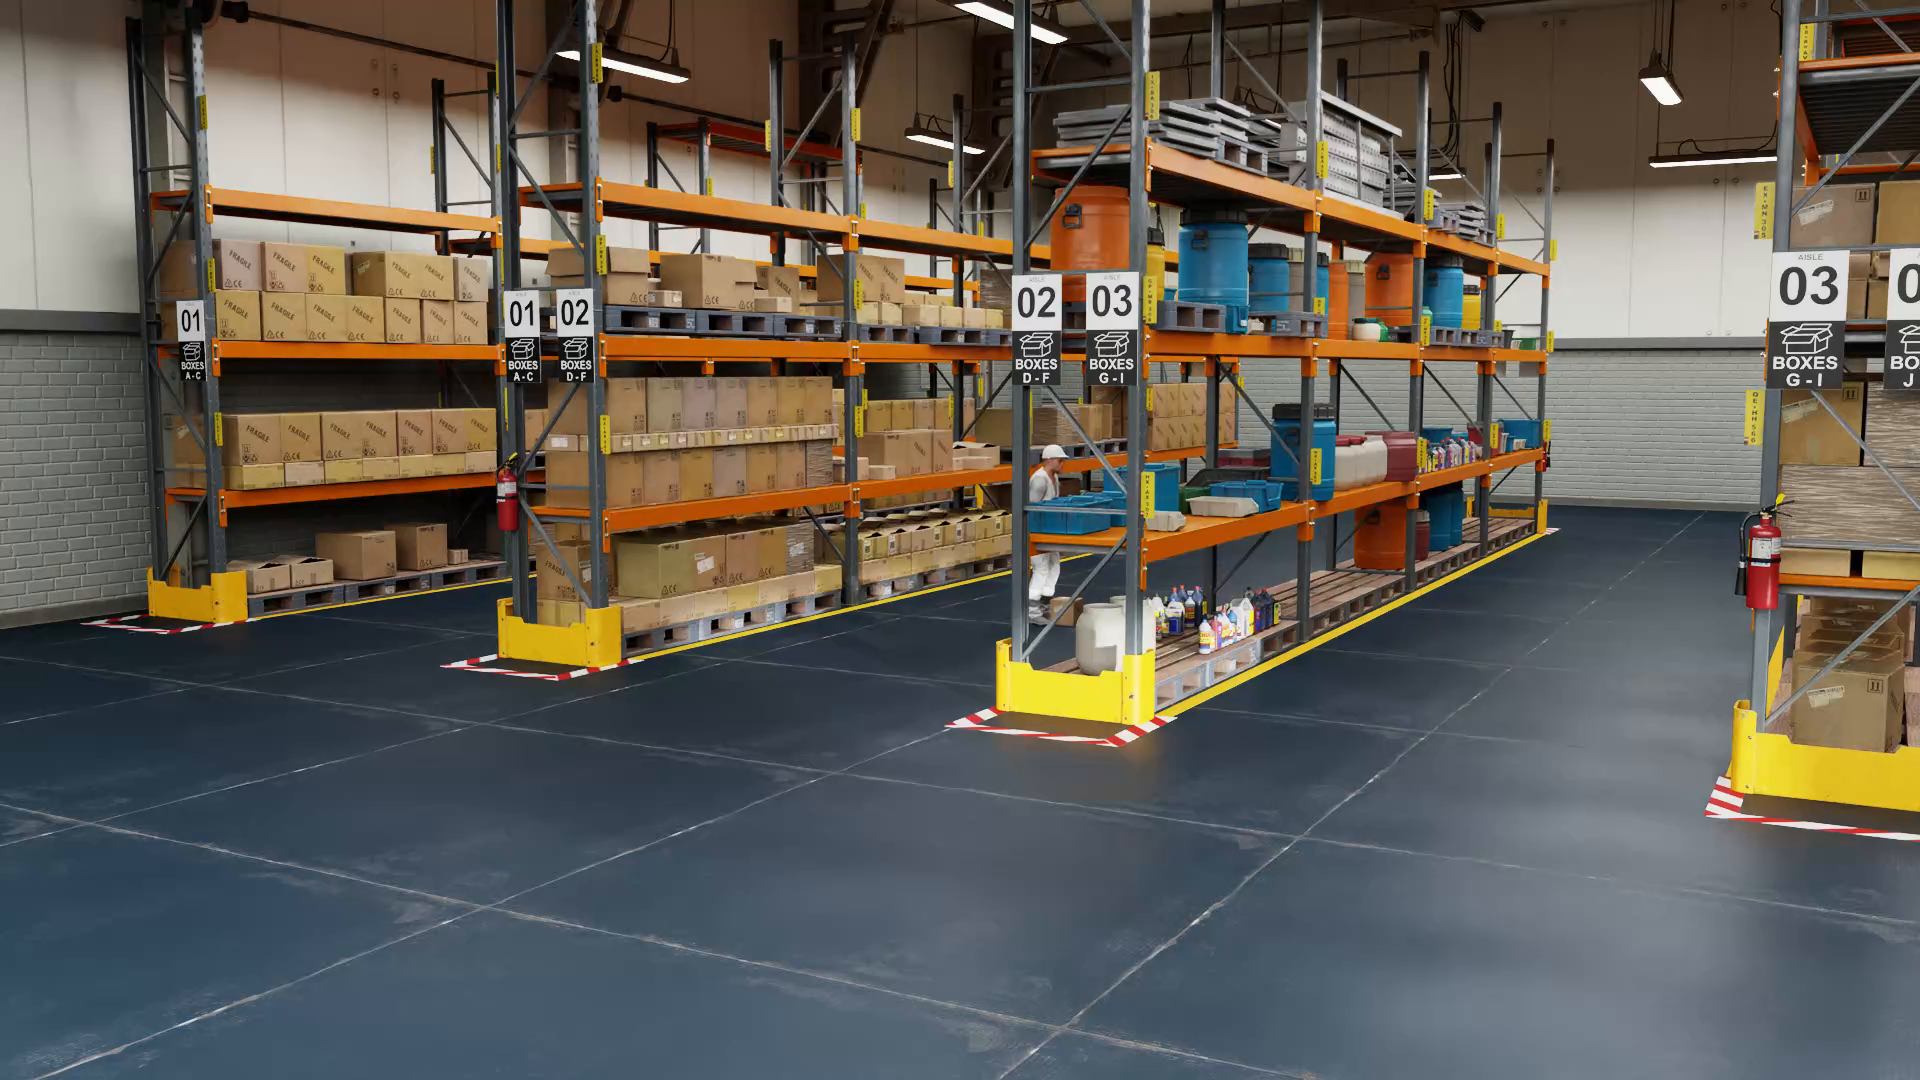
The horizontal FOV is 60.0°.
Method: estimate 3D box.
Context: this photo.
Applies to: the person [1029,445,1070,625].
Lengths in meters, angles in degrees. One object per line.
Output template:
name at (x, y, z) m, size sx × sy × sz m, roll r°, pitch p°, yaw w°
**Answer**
person at (0.867, -0.061, 16.595) m, size 0.448 × 1.779 × 0.591 m, roll 3°, pitch 6°, yaw 25°
